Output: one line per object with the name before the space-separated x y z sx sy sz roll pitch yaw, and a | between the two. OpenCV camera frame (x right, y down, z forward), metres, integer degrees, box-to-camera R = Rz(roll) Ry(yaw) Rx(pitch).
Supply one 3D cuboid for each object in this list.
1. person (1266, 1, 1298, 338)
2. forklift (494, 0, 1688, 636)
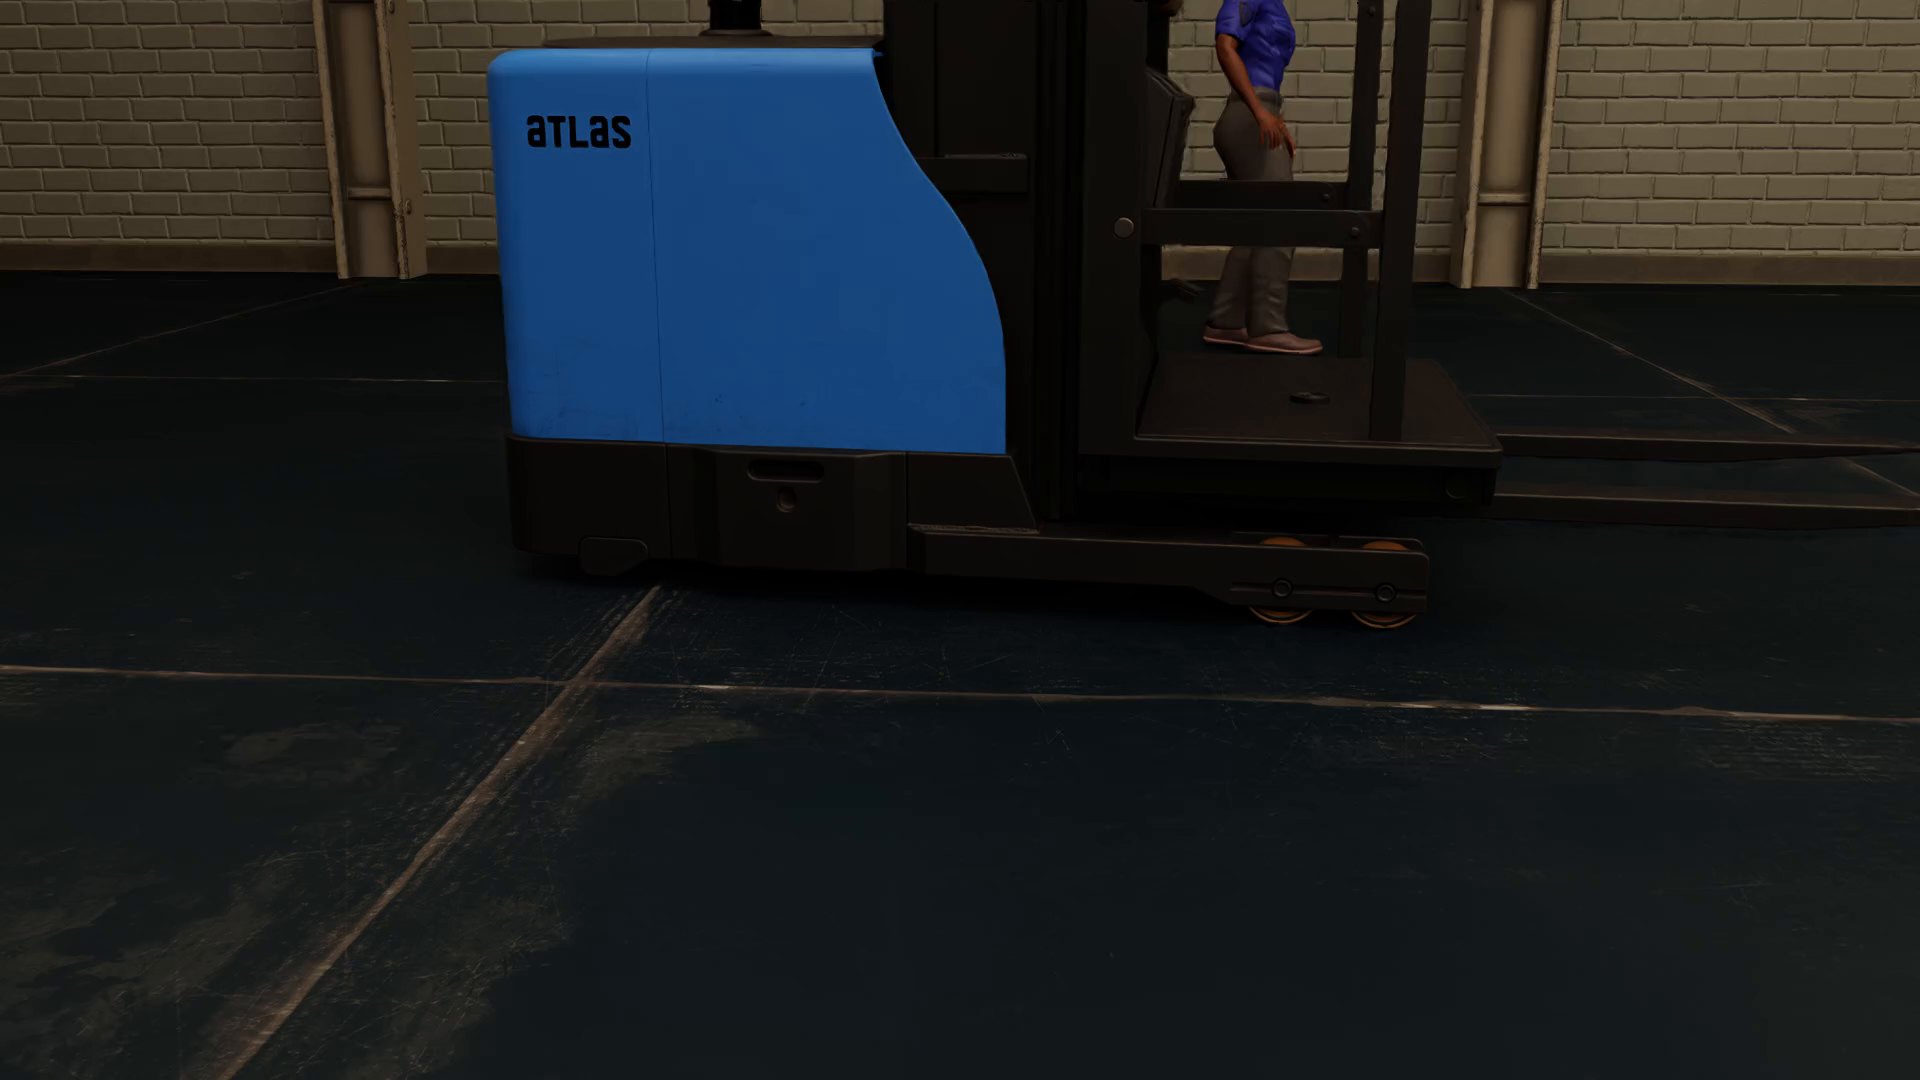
person | 1.154 -1.560 6.399 0.341 1.663 0.492 3 16 11
forklift | 0.532 -1.504 3.761 3.031 2.935 1.130 -9 18 -30
